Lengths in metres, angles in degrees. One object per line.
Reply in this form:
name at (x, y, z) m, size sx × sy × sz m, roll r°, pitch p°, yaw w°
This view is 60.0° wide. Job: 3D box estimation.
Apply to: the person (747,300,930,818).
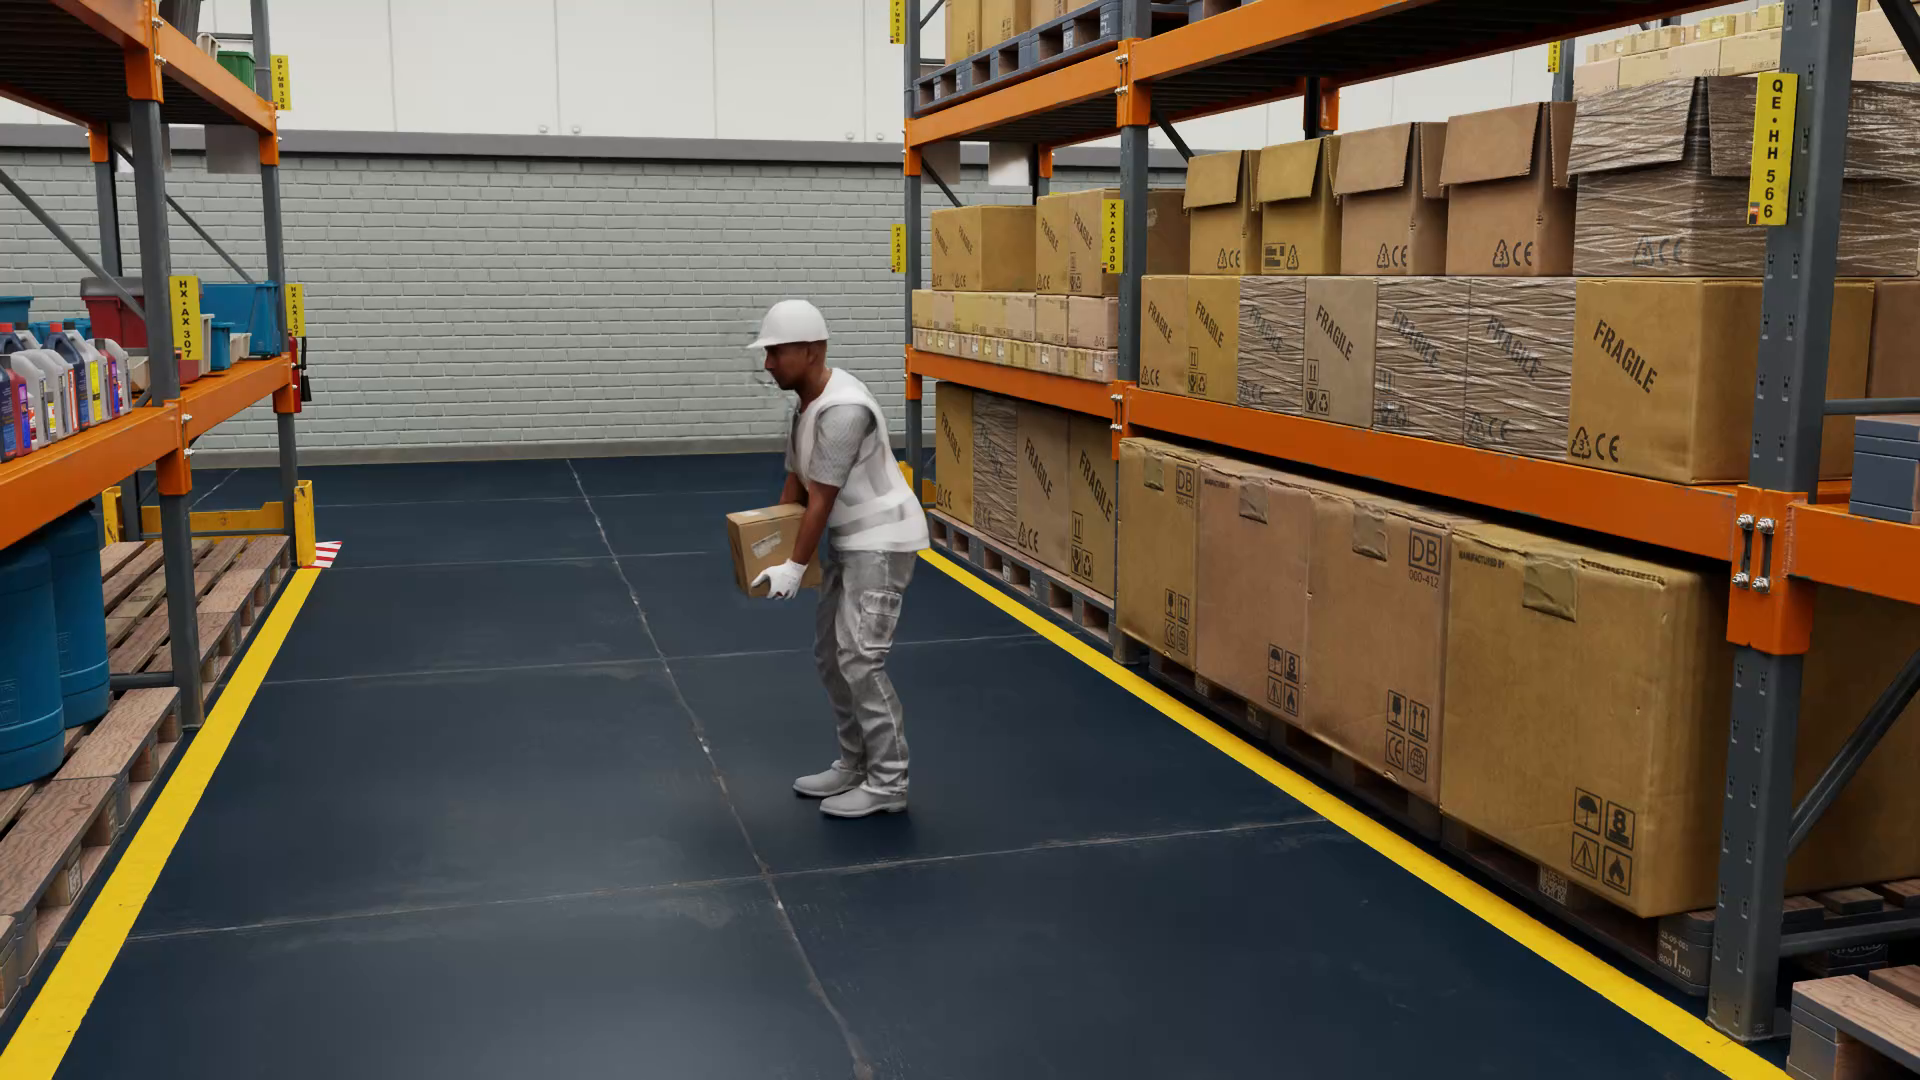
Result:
person at (-0.420, 0.060, 5.615) m, size 0.622 × 1.725 × 0.485 m, roll -3°, pitch 10°, yaw -17°
